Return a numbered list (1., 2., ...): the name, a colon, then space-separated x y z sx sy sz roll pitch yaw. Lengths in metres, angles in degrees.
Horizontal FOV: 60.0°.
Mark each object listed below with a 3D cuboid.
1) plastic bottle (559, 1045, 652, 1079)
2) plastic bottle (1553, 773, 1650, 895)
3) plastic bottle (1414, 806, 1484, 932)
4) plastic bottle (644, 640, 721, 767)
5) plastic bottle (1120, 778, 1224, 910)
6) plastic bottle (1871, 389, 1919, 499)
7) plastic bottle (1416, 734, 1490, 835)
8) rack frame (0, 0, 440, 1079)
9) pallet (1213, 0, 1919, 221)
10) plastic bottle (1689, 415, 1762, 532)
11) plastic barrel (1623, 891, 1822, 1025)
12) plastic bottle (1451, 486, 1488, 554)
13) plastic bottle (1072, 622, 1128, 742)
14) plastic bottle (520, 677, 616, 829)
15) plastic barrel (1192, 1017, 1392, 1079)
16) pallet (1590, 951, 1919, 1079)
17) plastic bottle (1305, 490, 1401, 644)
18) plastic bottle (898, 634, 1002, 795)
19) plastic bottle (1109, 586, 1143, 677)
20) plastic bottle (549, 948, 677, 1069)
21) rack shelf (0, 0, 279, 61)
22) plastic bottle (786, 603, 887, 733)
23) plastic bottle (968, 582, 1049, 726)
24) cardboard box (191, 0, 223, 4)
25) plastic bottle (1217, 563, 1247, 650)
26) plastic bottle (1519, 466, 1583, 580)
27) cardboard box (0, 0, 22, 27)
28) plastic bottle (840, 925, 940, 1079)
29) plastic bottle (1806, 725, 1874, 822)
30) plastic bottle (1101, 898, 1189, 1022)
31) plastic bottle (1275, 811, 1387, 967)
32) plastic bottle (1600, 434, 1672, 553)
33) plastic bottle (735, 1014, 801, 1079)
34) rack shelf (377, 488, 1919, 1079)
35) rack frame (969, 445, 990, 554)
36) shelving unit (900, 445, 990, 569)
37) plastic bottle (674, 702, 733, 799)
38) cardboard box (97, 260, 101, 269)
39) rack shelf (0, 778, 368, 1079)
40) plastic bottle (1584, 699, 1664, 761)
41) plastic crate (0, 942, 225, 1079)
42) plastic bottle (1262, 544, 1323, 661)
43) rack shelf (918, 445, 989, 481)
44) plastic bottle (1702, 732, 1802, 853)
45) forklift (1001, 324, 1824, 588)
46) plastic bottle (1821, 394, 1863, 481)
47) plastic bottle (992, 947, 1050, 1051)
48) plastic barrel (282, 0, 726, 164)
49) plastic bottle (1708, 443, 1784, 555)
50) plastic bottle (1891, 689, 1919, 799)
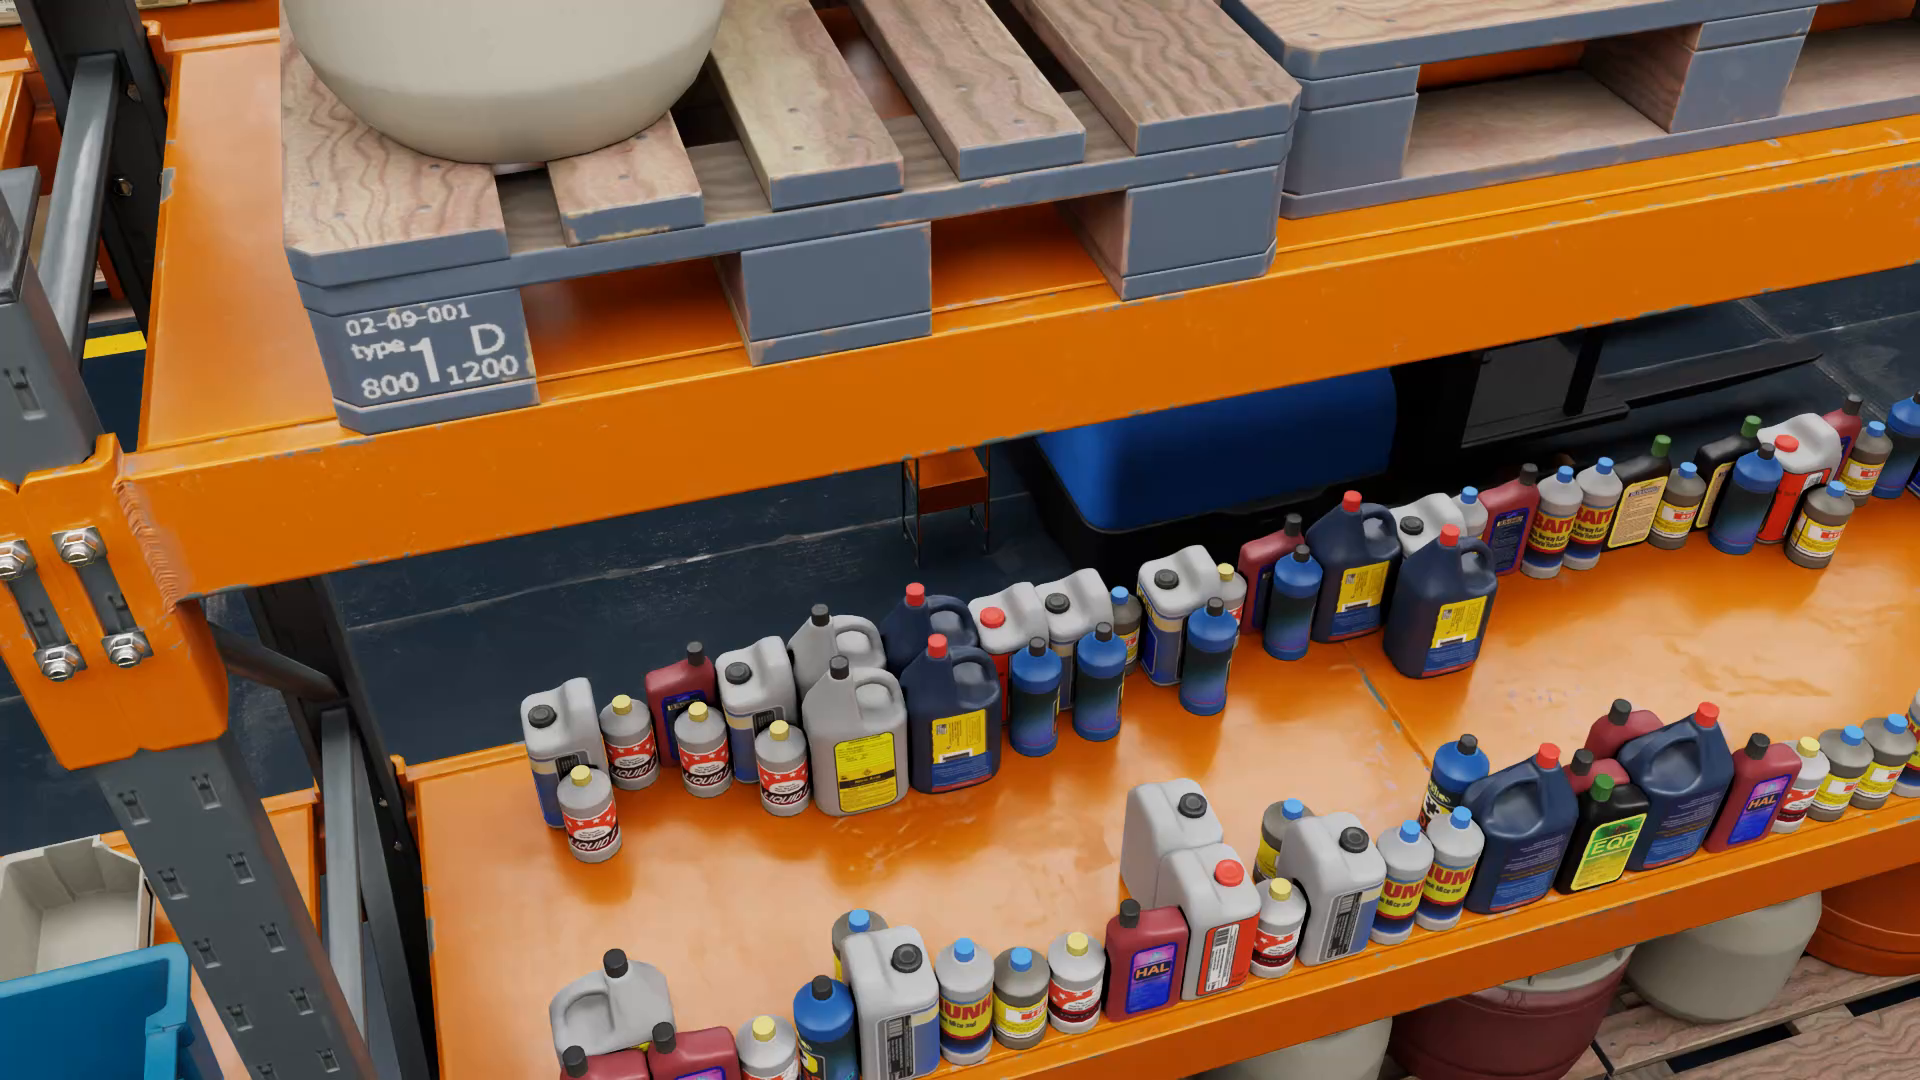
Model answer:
1. plastic bottle: -0.539 0.864 2.570 0.133 0.283 0.061 -12 42 -13
2. plastic bottle: 1.147 0.515 2.970 0.133 0.283 0.061 -12 42 -13
3. plastic bottle: 0.855 0.567 2.919 0.097 0.271 0.097 0 41 0
4. plastic bottle: -0.531 0.314 3.200 0.133 0.283 0.061 -12 42 -13
5. plastic bottle: 0.376 0.541 2.946 0.135 0.276 0.152 -12 42 -13
6. plastic bottle: 2.170 -0.229 3.830 0.097 0.271 0.097 0 41 0
7. plastic bottle: 0.905 0.457 3.044 0.097 0.271 0.097 0 41 0
8. rack frame: -1.017 0.625 2.755 0.127 3.000 1.000 -12 42 -13
9. pallet: 0.782 -0.876 2.336 1.213 0.211 1.003 -12 42 -13
10. plastic bottle: 1.706 -0.150 3.730 0.133 0.283 0.061 -12 42 -13
11. plastic barrel: 1.825 0.888 4.025 0.421 0.512 0.421 0 41 0
12. plastic bottle: 1.068 -0.001 3.569 0.097 0.271 0.097 0 41 0
13. plastic bottle: 0.275 0.269 3.260 0.097 0.271 0.097 0 41 0
14. plastic bottle: -0.738 0.391 3.117 0.135 0.276 0.152 -12 42 -13
15. plastic barrel: 0.748 1.111 3.770 0.421 0.512 0.421 0 41 0
16. pallet: 2.059 1.066 4.369 1.213 0.211 1.003 -12 42 -13
17. plastic bottle: 0.812 0.039 3.463 0.185 0.351 0.144 -12 42 -13
18. plastic bottle: -0.019 0.310 3.152 0.185 0.351 0.144 -12 42 -13
19. plastic bottle: 0.322 0.180 3.415 0.097 0.201 0.097 0 41 0
20. plastic bottle: -0.545 0.769 2.627 0.185 0.351 0.144 -12 42 -13
21. rack shelf: -4.412 -1.817 6.097 4.000 0.370 1.077 -12 42 -13
22. plastic bottle: -0.239 0.256 3.214 0.185 0.351 0.144 -12 42 -13
23. plastic bottle: 0.091 0.219 3.314 0.135 0.276 0.152 -12 42 -13
24. cardboard box: -2.697 -2.123 6.091 0.250 0.149 0.380 -11 42 -13
25. plastic bottle: 0.543 0.134 3.467 0.097 0.201 0.097 0 41 0
26. plastic bottle: 1.288 -0.046 3.621 0.097 0.271 0.097 0 41 0
27. cardboard box: -3.433 -1.971 5.917 0.250 0.149 0.380 -11 42 -12
28. plastic bottle: -0.112 0.747 2.710 0.135 0.276 0.152 -12 42 -13
29. plastic bottle: 1.648 0.429 3.130 0.097 0.201 0.097 0 41 0
30. plastic bottle: 0.308 0.688 2.771 0.133 0.283 0.061 -12 42 -13
31. plastic bottle: 0.643 0.590 2.889 0.135 0.276 0.152 -12 42 -13
32. plastic bottle: 1.486 -0.104 3.678 0.133 0.283 0.061 -12 42 -13
33. plastic bottle: -0.307 0.834 2.666 0.097 0.201 0.097 0 41 0
34. rack shelf: 0.891 0.500 3.444 4.000 0.370 1.077 -12 42 -13
35. rack frame: 0.065 -0.409 5.420 0.008 1.050 0.200 -12 42 -13
36. shelving unit: -0.051 -0.385 5.392 0.252 1.050 0.215 -12 42 -13
37. plastic bottle: -0.490 0.391 3.174 0.097 0.201 0.097 0 41 0
38. cardboard box: -3.158 -1.761 6.782 0.875 0.875 0.875 -12 42 -13
39. rack shelf: -2.925 1.291 2.539 4.000 0.370 1.077 -12 42 -13
40. plastic bottle: 1.231 0.398 3.103 0.133 0.283 0.061 -12 42 -13
41. plastic crate: -1.360 0.915 2.390 0.575 0.384 0.392 -12 42 -13
42. plastic bottle: 0.689 0.120 3.431 0.097 0.271 0.097 0 41 0
43. rack shelf: -0.051 -0.377 5.399 0.240 0.259 0.215 -12 42 -13
44. plastic bottle: 1.450 0.452 3.042 0.133 0.283 0.061 -12 42 -13
45. forklift: 1.688 -1.519 5.261 3.031 2.935 1.130 -13 43 -14
46. plastic bottle: 1.961 -0.203 3.791 0.133 0.283 0.061 -12 42 -13
47. plastic bottle: 0.100 0.750 2.763 0.097 0.201 0.097 0 41 0
48. plastic barrel: -0.440 -0.661 1.524 0.433 0.535 0.433 0 41 0
49. plastic bottle: 1.747 -0.099 3.682 0.097 0.271 0.097 0 41 0
50. plastic bottle: 1.834 0.364 3.151 0.097 0.271 0.097 0 41 0
